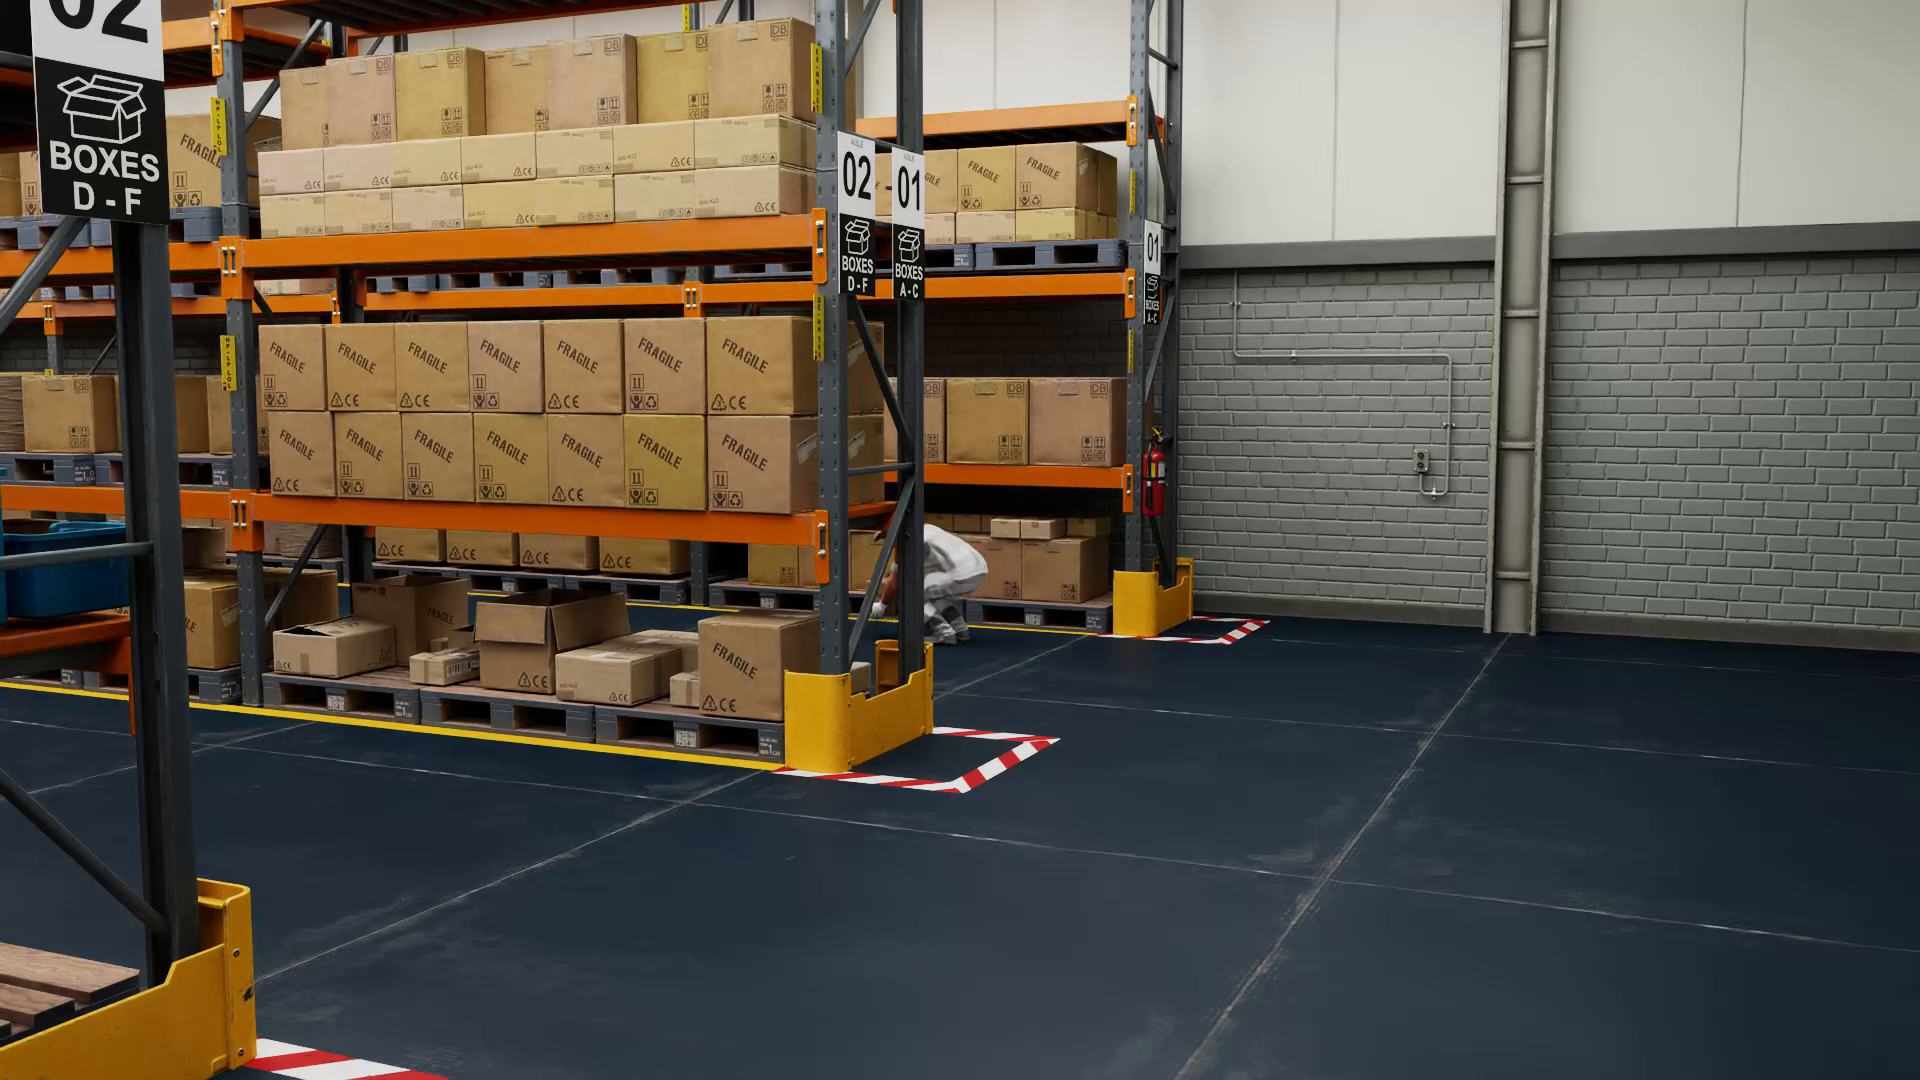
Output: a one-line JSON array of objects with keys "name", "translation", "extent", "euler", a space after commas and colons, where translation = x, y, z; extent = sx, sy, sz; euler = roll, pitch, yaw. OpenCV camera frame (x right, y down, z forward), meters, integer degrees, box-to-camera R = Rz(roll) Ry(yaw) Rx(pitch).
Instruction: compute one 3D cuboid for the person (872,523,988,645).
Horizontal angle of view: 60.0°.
[{"name": "person", "translation": [-0.247, 0.281, 12.628], "extent": [0.907, 0.993, 0.542], "euler": [2, 6, 22]}]
